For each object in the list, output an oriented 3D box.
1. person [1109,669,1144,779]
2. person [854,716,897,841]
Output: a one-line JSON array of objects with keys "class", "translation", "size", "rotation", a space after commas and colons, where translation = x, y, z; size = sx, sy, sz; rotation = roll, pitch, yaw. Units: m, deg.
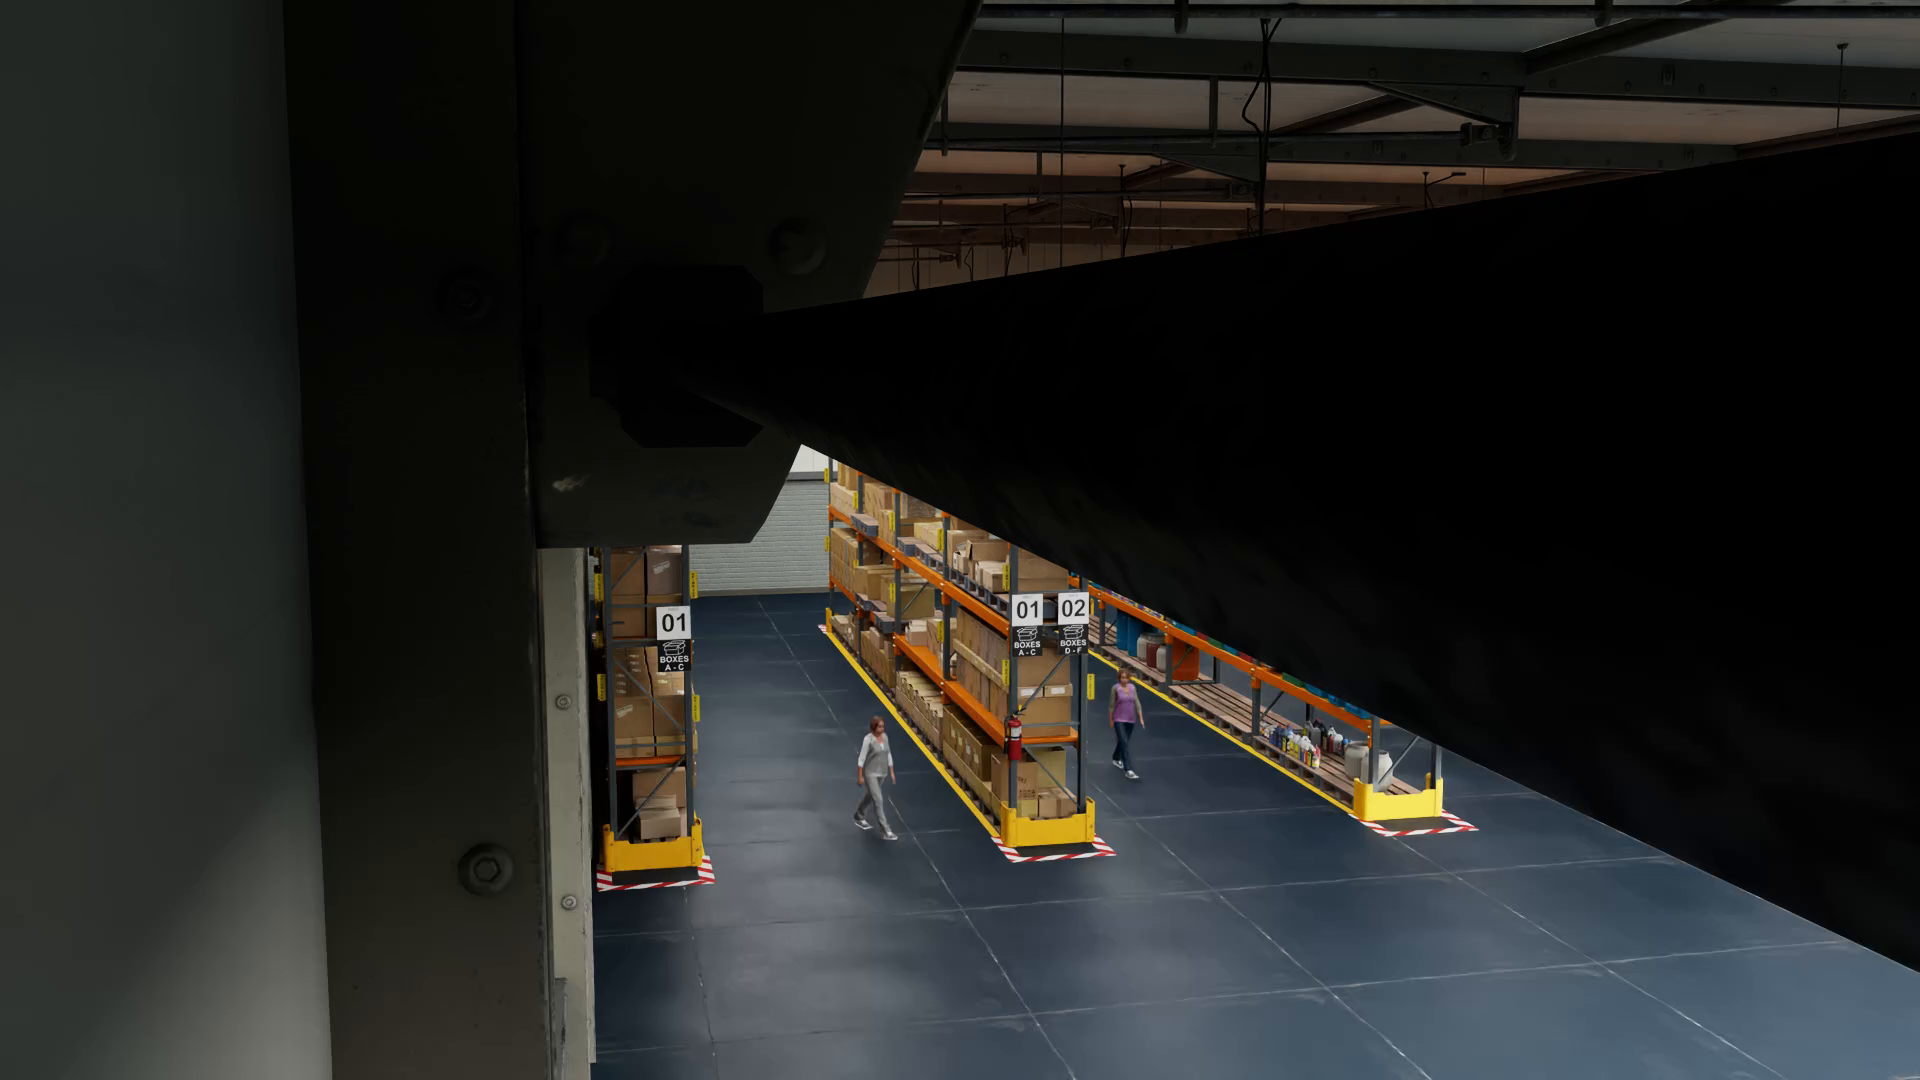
[{"class": "person", "translation": [2.433, 2.650, 24.355], "size": [0.437, 1.548, 0.896], "rotation": [-2, 7, -20]}, {"class": "person", "translation": [-1.055, 3.016, 21.316], "size": [0.951, 1.542, 0.443], "rotation": [5, 9, 38]}]
